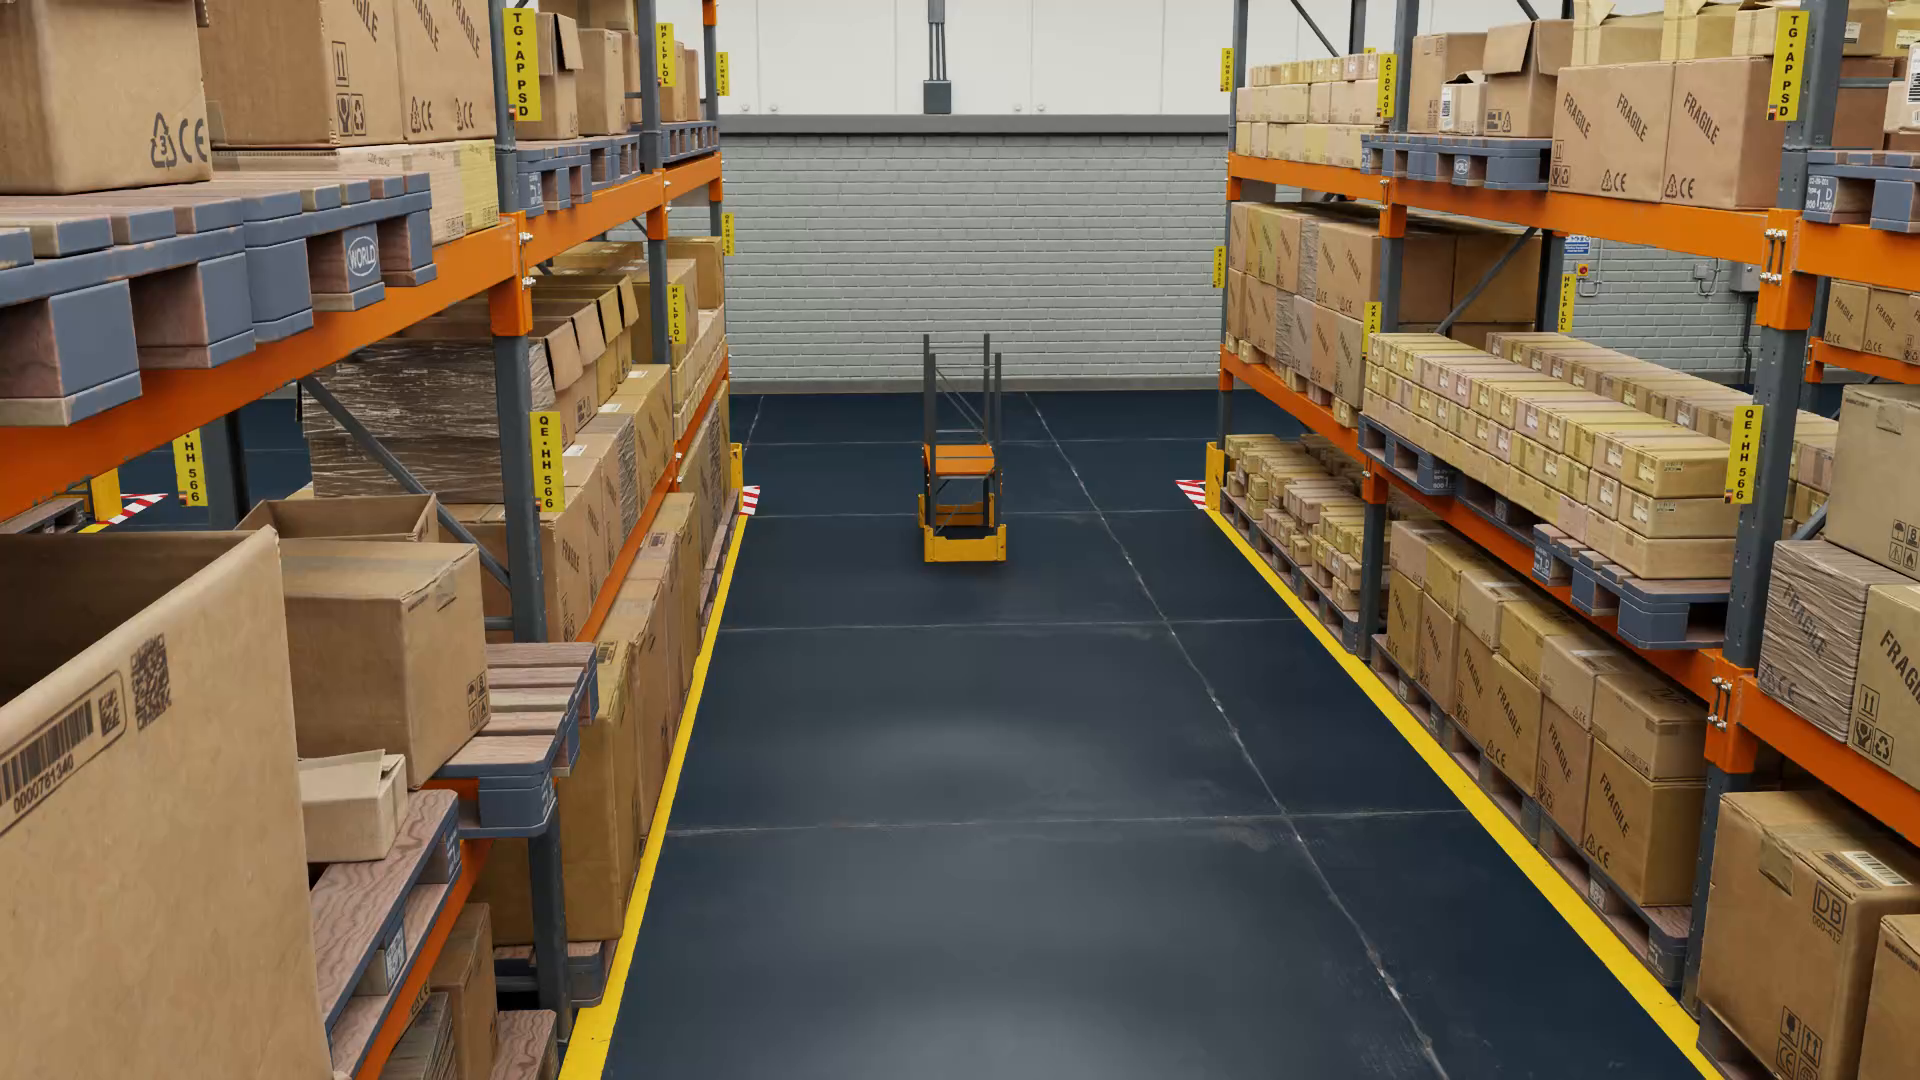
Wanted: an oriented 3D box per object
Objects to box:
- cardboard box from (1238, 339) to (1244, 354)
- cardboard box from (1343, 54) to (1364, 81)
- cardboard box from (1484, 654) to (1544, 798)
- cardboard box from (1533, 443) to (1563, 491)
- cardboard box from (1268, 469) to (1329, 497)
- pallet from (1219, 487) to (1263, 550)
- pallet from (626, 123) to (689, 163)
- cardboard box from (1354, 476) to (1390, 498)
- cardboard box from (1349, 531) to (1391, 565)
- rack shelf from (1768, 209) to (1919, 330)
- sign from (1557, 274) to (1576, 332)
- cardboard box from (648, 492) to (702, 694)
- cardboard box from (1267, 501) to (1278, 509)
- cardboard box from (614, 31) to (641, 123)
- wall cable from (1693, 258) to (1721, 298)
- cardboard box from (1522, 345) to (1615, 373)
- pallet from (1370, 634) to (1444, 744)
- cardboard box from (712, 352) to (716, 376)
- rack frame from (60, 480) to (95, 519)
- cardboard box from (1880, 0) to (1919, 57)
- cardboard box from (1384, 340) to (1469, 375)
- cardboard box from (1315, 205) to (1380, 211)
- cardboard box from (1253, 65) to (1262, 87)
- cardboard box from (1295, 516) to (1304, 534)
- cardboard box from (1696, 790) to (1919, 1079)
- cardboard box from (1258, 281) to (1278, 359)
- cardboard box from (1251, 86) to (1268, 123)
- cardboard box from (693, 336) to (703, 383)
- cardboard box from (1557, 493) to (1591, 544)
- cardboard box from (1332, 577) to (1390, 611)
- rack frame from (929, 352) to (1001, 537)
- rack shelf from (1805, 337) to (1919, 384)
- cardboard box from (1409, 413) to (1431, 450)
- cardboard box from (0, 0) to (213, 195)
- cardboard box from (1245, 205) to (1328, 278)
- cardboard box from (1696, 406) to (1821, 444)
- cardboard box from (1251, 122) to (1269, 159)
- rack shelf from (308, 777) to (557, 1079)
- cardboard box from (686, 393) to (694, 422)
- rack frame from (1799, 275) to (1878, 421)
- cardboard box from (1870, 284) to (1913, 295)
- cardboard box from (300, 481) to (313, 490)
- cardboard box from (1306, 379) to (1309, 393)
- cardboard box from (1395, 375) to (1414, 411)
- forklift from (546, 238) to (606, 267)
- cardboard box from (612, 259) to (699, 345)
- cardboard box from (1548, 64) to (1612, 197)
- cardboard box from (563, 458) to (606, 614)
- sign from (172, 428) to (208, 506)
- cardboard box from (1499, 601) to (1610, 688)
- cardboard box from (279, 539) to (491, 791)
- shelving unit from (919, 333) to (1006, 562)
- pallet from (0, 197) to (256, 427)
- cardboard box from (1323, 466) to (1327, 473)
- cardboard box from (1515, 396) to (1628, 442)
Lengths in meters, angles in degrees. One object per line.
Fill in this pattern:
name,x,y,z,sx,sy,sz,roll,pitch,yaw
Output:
cardboard box,2.352,-1.485,12.784,0.380,0.149,0.250,0,14,-1
cardboard box,2.474,-2.775,9.770,0.380,0.149,0.250,-1,14,-4
cardboard box,2.719,0.821,7.488,0.500,0.500,0.500,-2,15,-6
cardboard box,2.561,-0.301,6.742,0.380,0.149,0.250,-1,14,-3
cardboard box,2.397,-0.404,11.760,0.380,0.149,0.250,-1,14,-3
pallet,2.622,-0.183,12.816,1.003,0.211,1.213,-1,14,-3
pallet,-2.147,-2.322,9.691,1.003,0.211,1.213,-1,14,-3
cardboard box,2.964,-0.349,11.549,0.380,0.149,0.250,-1,14,-3
cardboard box,2.568,0.044,10.020,0.380,0.149,0.250,0,14,-2
rack shelf,3.222,-0.373,3.379,1.077,0.370,4.000,-1,14,-3
sign,3.404,-1.331,9.355,0.100,0.325,0.005,-1,14,-3
cardboard box,-2.047,0.275,8.858,1.225,0.875,0.875,-1,14,-3
cardboard box,2.453,-0.190,12.124,0.380,0.149,0.250,-1,14,-3
cardboard box,-2.215,-2.656,9.565,0.700,0.500,0.500,-2,15,-7
wall cable,8.579,-3.776,19.142,0.588,1.984,0.122,-1,14,-3
cardboard box,3.101,-0.902,8.482,0.380,0.149,0.250,-1,14,-5
pallet,2.900,0.783,9.058,1.003,0.211,1.213,-1,14,-3
cardboard box,-1.939,-1.245,11.849,0.380,0.149,0.250,-1,14,-5
rack frame,-7.298,-1.627,12.832,1.000,3.000,0.127,-1,14,-3
cardboard box,3.316,-1.871,6.021,0.396,0.266,0.258,-1,14,-3
cardboard box,2.439,-0.956,8.690,0.380,0.149,0.250,0,14,-2
cardboard box,2.910,-2.196,12.238,0.500,0.500,0.500,-1,14,-5
cardboard box,2.337,-3.354,12.021,0.380,0.149,0.250,-1,14,-4
cardboard box,2.501,-0.128,11.286,0.380,0.149,0.250,-2,15,-6
cardboard box,3.046,1.273,5.230,1.050,0.750,0.750,-1,14,-4
cardboard box,2.431,-1.577,11.839,0.500,0.500,0.500,-1,14,-3
cardboard box,2.403,-3.135,11.967,0.500,0.250,0.500,-1,14,-4
cardboard box,-1.938,-1.154,10.696,0.500,0.250,0.500,-1,14,-2
cardboard box,2.579,-0.089,6.513,0.380,0.149,0.250,-1,14,-2
cardboard box,2.486,0.324,10.124,0.380,0.149,0.250,-1,14,-3
rack frame,0.037,-0.579,11.766,0.500,1.500,0.032,-1,14,-3
rack shelf,7.660,-1.011,11.880,1.077,0.370,4.000,-1,14,-3
cardboard box,2.465,-0.544,8.281,0.380,0.149,0.250,-1,14,-3
cardboard box,-1.600,-0.778,2.462,0.797,0.503,0.637,0,14,-1
cardboard box,2.403,-2.191,12.218,0.500,0.500,0.500,0,14,-2
cardboard box,3.217,-0.447,6.712,0.380,0.149,0.250,-1,15,-6
cardboard box,2.403,-2.889,12.015,0.500,0.250,0.500,0,14,-2
rack shelf,-1.735,1.131,3.553,1.077,0.370,4.000,-1,14,-3
cardboard box,-1.826,-0.797,10.108,0.380,0.149,0.250,0,14,-2
rack frame,7.537,-1.857,13.724,1.000,3.000,0.127,-1,14,-3
cardboard box,7.321,-2.137,12.607,0.500,0.500,0.500,-1,14,-5
cardboard box,-2.162,-0.006,6.328,0.500,0.500,0.500,-1,14,-4
cardboard box,2.517,-1.032,11.021,0.380,0.149,0.250,-1,14,-4
cardboard box,2.450,-0.753,8.496,0.380,0.149,0.250,-1,14,-2
forklift,-3.838,-2.073,14.701,3.031,2.935,1.130,-3,15,-13
cardboard box,-1.941,-1.519,10.608,0.500,0.500,0.500,-1,14,-5
cardboard box,2.738,-1.654,6.713,0.500,0.500,0.500,-1,14,-3
cardboard box,-1.652,-0.016,6.368,0.500,0.500,0.500,-1,14,-5
sign,-2.413,-0.266,5.216,0.100,0.325,0.005,-1,14,-3
cardboard box,2.736,0.460,7.387,0.500,0.250,0.500,-1,14,-2
cardboard box,-1.651,0.305,4.278,0.700,0.500,0.500,1,14,5
shelving unit,0.005,-0.707,12.266,0.587,1.500,1.083,-1,14,-3
pallet,-1.543,-0.236,1.783,1.213,0.211,1.003,-1,14,-3
cardboard box,2.954,-0.466,12.600,0.380,0.149,0.250,-1,15,-6
cardboard box,2.551,-0.504,6.935,0.380,0.149,0.250,-1,14,-3
